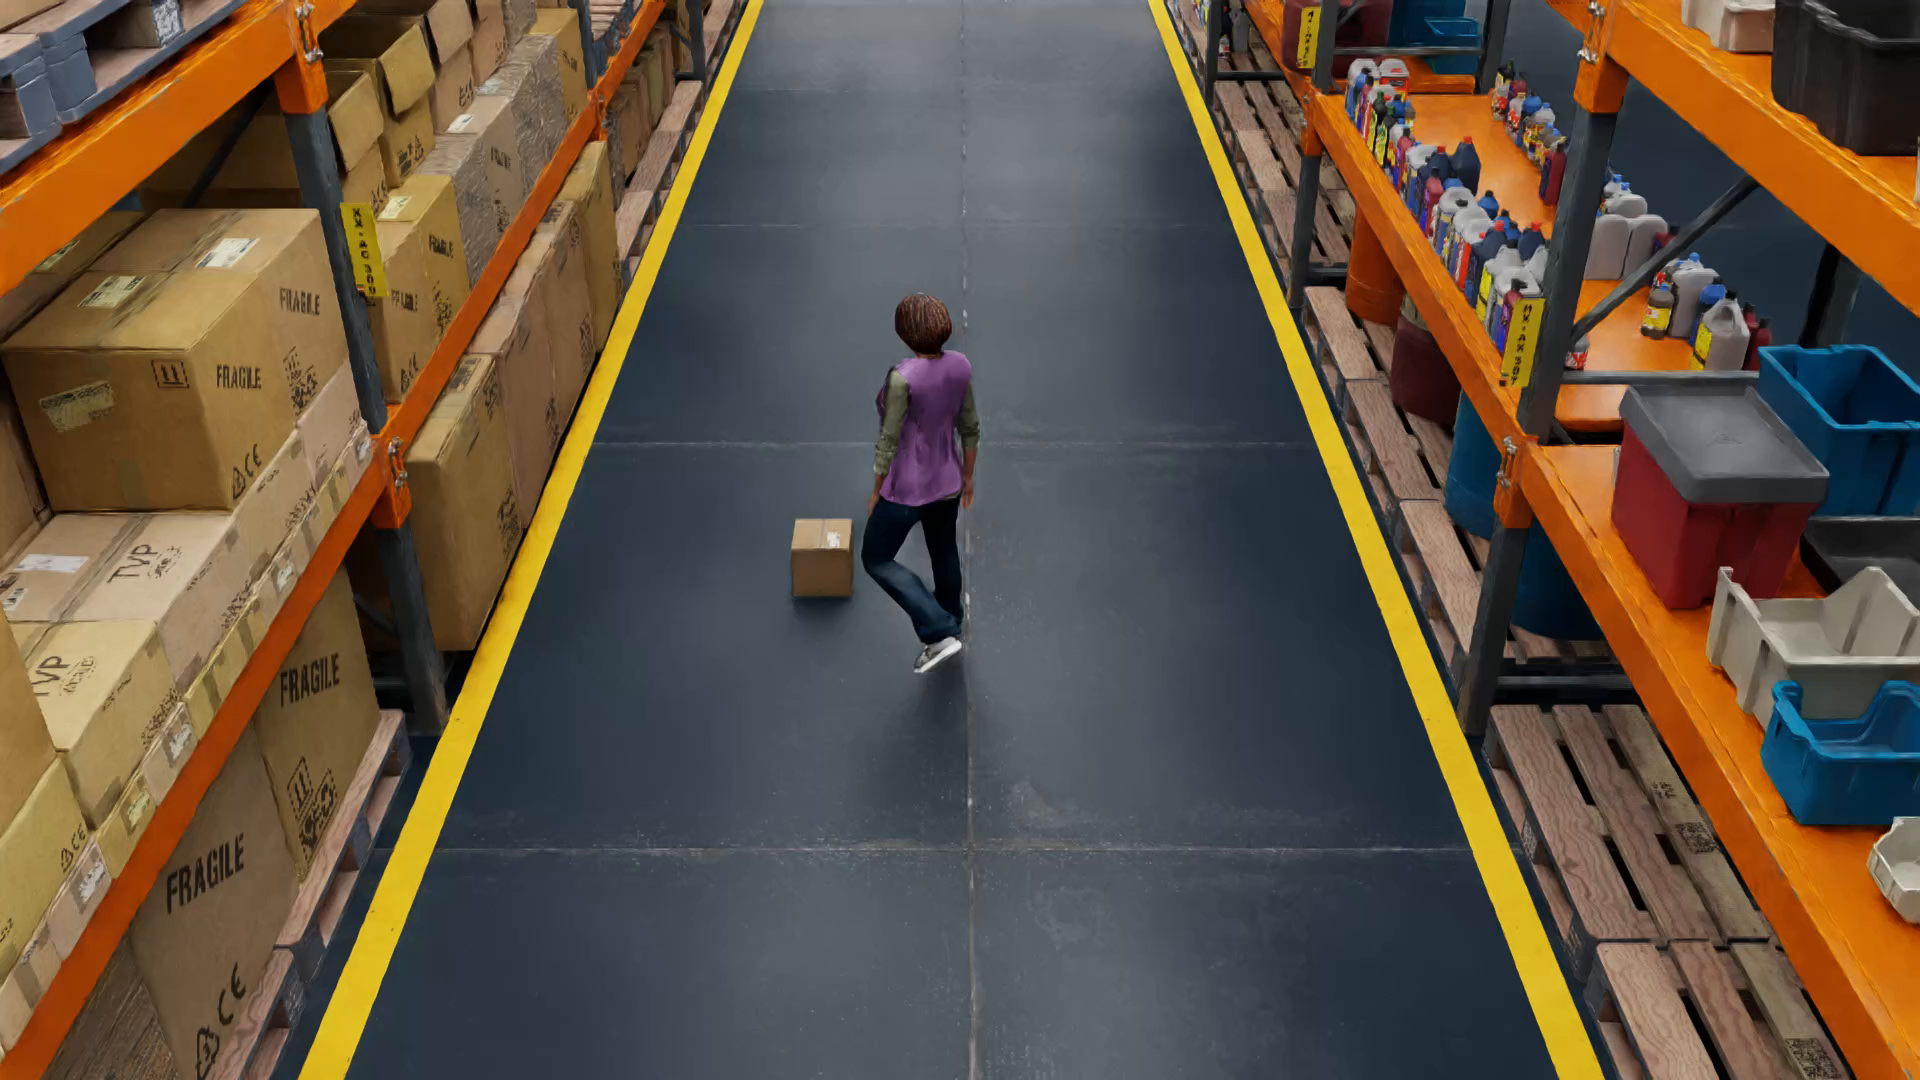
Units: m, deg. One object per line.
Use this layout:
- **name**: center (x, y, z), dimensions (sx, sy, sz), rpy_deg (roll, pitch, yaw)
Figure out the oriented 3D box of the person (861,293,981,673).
- **person**: center (-0.103, -0.198, 6.431), dimensions (0.515, 1.595, 0.538), rpy_deg (-26, 40, -35)
